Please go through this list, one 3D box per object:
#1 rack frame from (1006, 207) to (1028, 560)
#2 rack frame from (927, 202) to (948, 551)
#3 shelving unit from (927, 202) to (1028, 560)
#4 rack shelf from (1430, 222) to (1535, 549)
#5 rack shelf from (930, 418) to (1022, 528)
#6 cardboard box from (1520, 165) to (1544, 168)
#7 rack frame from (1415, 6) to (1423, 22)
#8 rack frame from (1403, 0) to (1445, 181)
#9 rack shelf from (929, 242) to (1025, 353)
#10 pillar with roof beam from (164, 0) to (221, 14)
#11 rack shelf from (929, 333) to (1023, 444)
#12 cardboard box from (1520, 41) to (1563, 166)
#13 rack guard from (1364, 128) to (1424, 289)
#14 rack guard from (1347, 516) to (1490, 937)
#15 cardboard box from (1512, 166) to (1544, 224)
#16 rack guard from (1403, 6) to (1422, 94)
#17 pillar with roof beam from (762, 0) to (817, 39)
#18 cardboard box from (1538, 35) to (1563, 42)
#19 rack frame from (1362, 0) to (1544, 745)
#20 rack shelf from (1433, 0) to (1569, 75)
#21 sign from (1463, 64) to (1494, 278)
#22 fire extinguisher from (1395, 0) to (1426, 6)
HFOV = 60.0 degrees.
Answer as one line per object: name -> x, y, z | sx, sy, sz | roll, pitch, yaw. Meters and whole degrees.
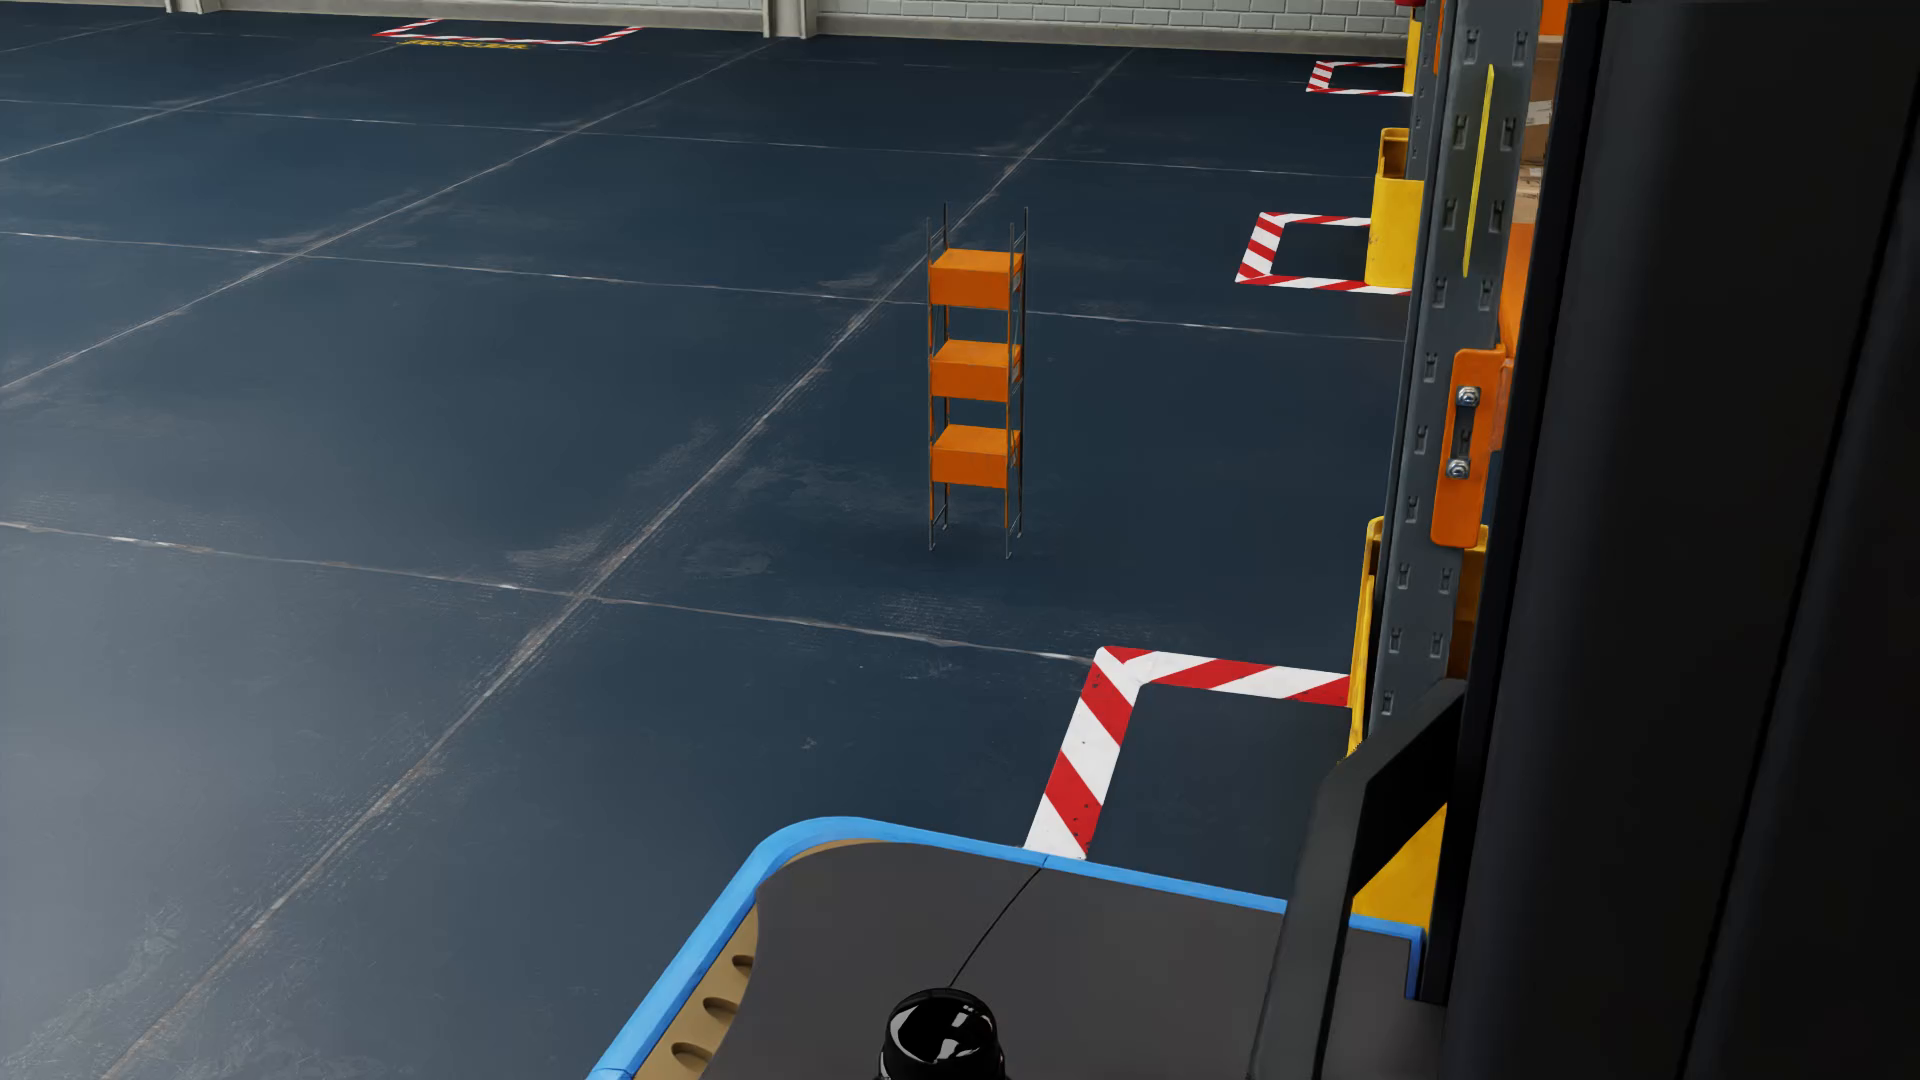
rack frame -> 0.170, -0.455, 4.985 | 0.008, 1.050, 0.200 | 6, 26, 13
rack frame -> -0.066, -0.481, 5.040 | 0.008, 1.050, 0.200 | 6, 26, 13
shelving unit -> 0.052, -0.468, 5.012 | 0.252, 1.050, 0.215 | 6, 26, 13
rack shelf -> 2.914, -0.158, 2.930 | 4.000, 0.370, 1.077 | 6, 26, 13
rack shelf -> 0.052, -0.208, 5.136 | 0.240, 0.259, 0.215 | 6, 26, 13
cardboard box -> 2.808, -1.773, 8.194 | 0.500, 0.250, 0.500 | 6, 26, 13
rack frame -> 3.445, -4.822, 11.888 | 0.127, 3.000, 1.000 | 6, 26, 13
rack frame -> 2.215, -2.759, 7.556 | 0.127, 3.000, 1.000 | 6, 26, 13
rack shelf -> 0.052, -0.715, 4.895 | 0.240, 0.259, 0.215 | 6, 26, 13
pillar with roof beam -> -8.356, -7.308, 10.132 | 0.400, 9.000, 9.100 | 6, 26, 13
rack shelf -> 0.052, -0.459, 5.017 | 0.240, 0.259, 0.215 | 6, 26, 13
cardboard box -> 2.808, -2.112, 8.035 | 0.500, 0.500, 0.500 | 6, 26, 13
rack guard -> 2.192, -1.633, 8.099 | 0.348, 0.500, 1.175 | 6, 26, 13
rack guard -> 1.063, 0.420, 3.787 | 0.348, 0.500, 1.175 | 6, 26, 13
cardboard box -> 2.679, -1.557, 7.742 | 0.500, 0.250, 0.500 | 6, 26, 13
rack guard -> 3.518, -3.685, 12.409 | 0.348, 0.500, 1.175 | 6, 26, 13
pillar with roof beam -> -2.545, -6.666, 8.783 | 0.400, 9.000, 9.100 | 6, 26, 13
cardboard box -> 4.093, -3.695, 12.138 | 0.500, 0.311, 0.500 | 3, 26, 7
rack frame -> 0.978, -0.697, 3.225 | 0.127, 3.000, 1.000 | 6, 26, 13
rack shelf -> 4.152, -2.220, 7.261 | 4.000, 0.370, 1.077 | 6, 26, 13
sign -> 0.836, -0.594, 2.686 | 0.005, 0.325, 0.100 | 6, 26, 13
fire extinguisher -> 2.216, -2.930, 8.005 | 0.183, 0.674, 0.296 | 6, 26, 13
